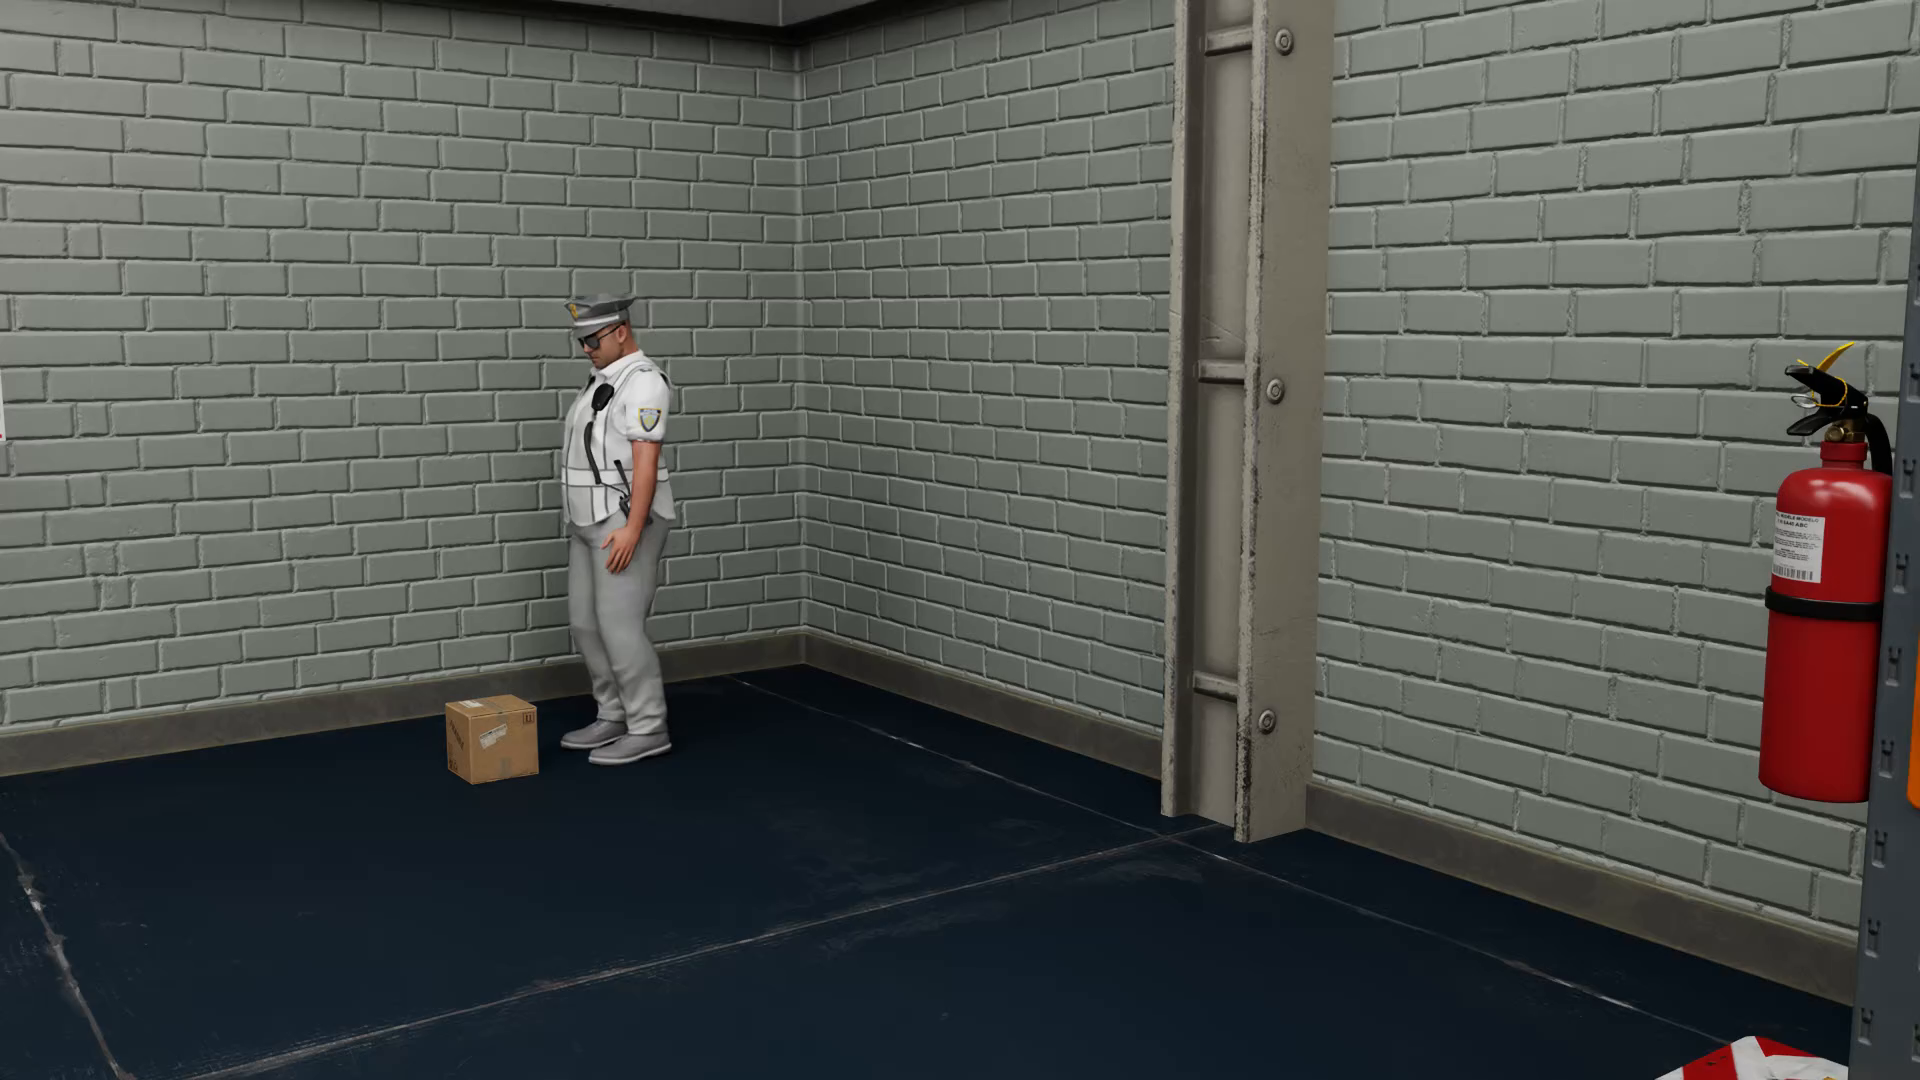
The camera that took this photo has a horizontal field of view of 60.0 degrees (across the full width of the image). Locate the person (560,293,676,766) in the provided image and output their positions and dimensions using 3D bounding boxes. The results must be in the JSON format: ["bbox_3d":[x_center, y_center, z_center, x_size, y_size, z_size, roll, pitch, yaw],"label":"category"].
[{"bbox_3d":[-1.277,-0.049,6.224,0.389,1.735,0.534,-5,9,-35],"label":"person"}]
